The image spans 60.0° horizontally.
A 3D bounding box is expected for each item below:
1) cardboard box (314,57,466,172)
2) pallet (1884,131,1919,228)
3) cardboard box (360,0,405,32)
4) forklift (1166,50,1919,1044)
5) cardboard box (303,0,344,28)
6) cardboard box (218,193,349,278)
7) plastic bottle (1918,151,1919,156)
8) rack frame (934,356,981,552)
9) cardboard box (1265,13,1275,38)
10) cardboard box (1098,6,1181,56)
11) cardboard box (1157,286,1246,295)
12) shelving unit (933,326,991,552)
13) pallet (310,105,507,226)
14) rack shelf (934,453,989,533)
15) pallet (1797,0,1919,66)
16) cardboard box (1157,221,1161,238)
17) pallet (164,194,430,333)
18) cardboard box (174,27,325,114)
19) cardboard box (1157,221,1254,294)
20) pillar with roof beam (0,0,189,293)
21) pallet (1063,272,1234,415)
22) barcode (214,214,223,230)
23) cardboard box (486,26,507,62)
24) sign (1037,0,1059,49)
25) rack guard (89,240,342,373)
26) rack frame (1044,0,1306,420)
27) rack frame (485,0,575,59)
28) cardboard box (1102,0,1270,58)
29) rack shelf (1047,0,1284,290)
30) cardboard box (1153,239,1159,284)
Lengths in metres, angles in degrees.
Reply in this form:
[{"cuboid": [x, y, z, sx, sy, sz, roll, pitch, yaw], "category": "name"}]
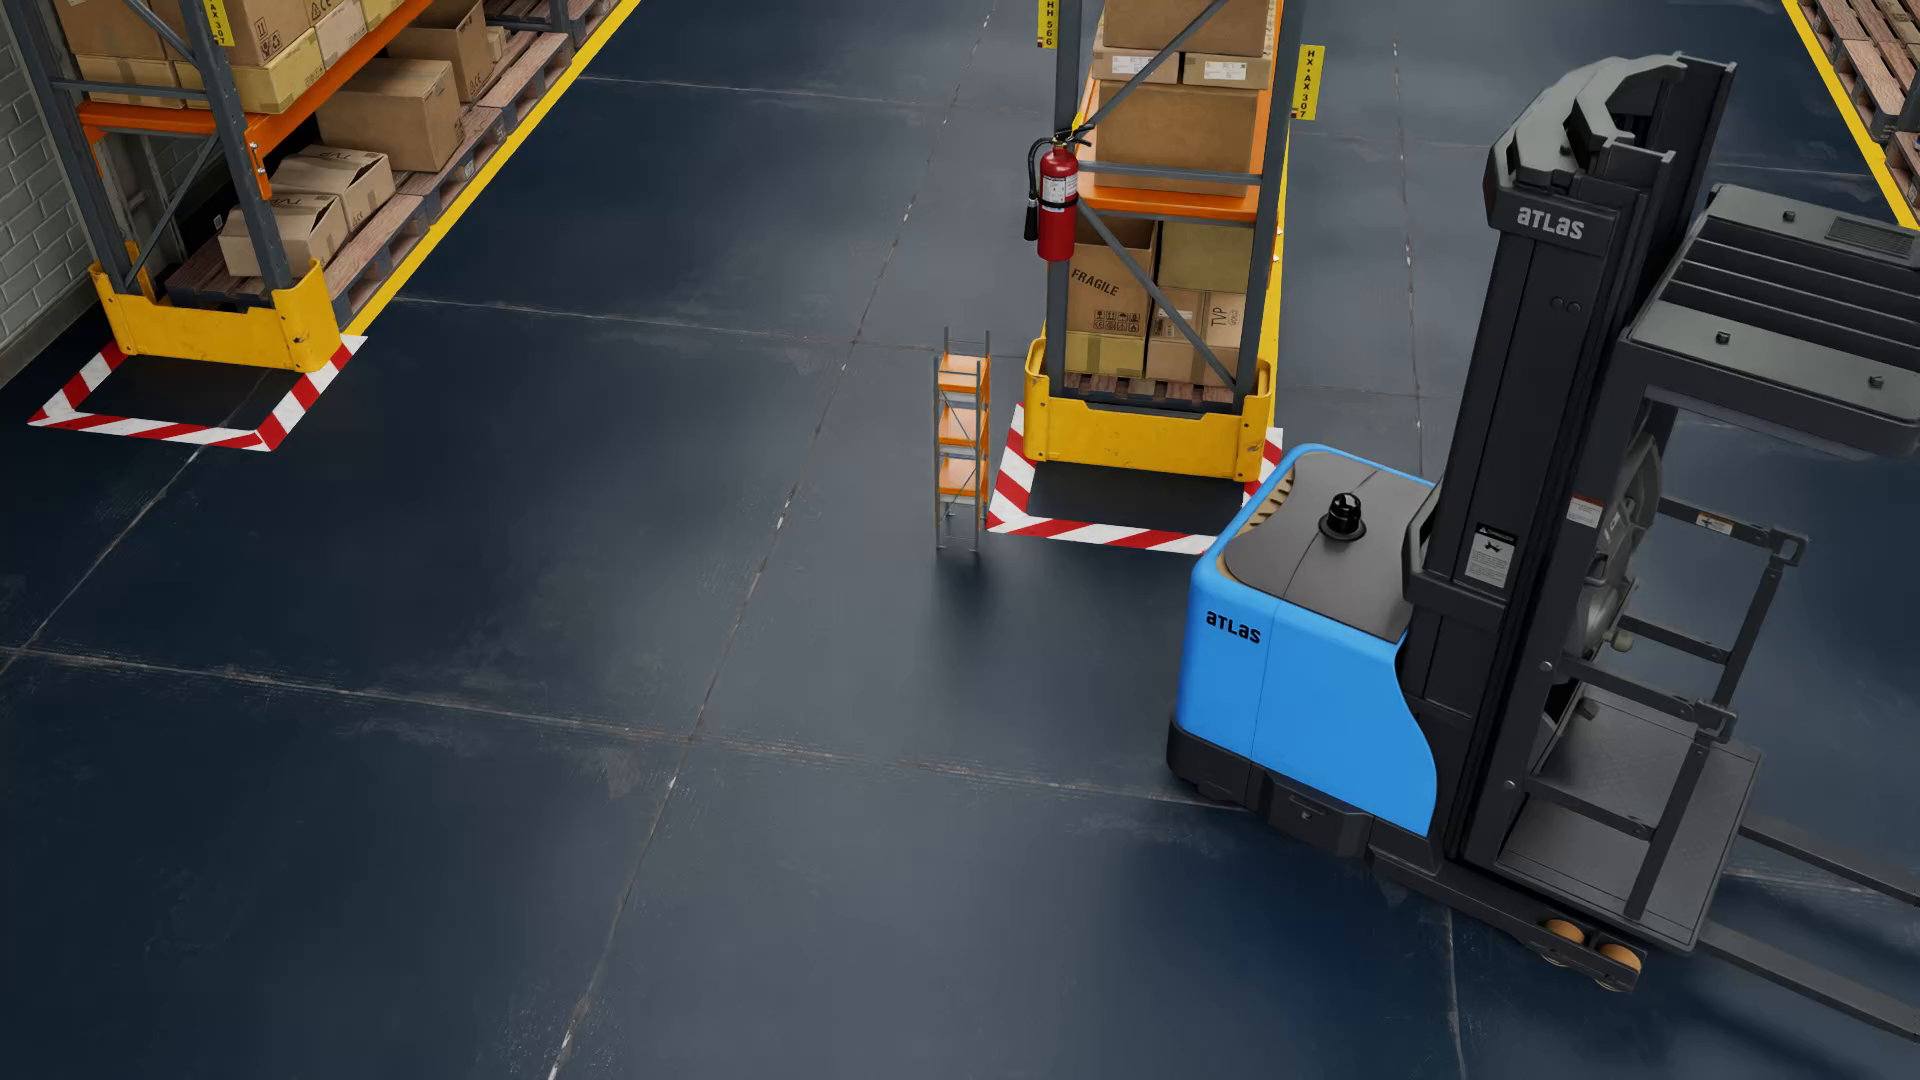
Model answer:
[{"cuboid": [-3.484, -2.604, 10.163, 0.700, 0.500, 0.500, 4, 40, 5], "category": "cardboard box"}, {"cuboid": [6.325, -2.088, 10.109, 1.003, 0.211, 1.213, 6, 40, 8], "category": "pallet"}, {"cuboid": [-3.401, -3.029, 9.162, 0.500, 0.250, 0.500, 6, 40, 7], "category": "cardboard box"}, {"cuboid": [2.331, 0.063, 5.374, 3.031, 2.935, 1.130, 22, 45, 25], "category": "forklift"}, {"cuboid": [-3.494, -2.976, 8.509, 0.500, 0.500, 0.500, 7, 40, 8], "category": "cardboard box"}, {"cuboid": [-3.759, -1.719, 9.240, 0.500, 0.311, 0.500, 2, 40, 3], "category": "cardboard box"}, {"cuboid": [5.978, -2.455, 10.216, 0.097, 0.201, 0.097, 0, 40, 0], "category": "plastic bottle"}, {"cuboid": [-0.012, -0.362, 7.363, 0.200, 1.050, 0.008, 6, 40, 8], "category": "rack frame"}, {"cuboid": [1.235, -2.294, 7.584, 0.380, 0.149, 0.250, 5, 40, 7], "category": "cardboard box"}, {"cuboid": [0.834, -2.331, 7.628, 0.380, 0.149, 0.250, 7, 40, 9], "category": "cardboard box"}, {"cuboid": [1.307, -1.346, 8.852, 0.500, 0.250, 0.500, 6, 40, 8], "category": "cardboard box"}, {"cuboid": [0.009, -0.438, 7.456, 0.215, 1.050, 0.252, 6, 40, 8], "category": "shelving unit"}, {"cuboid": [-3.566, -2.404, 10.492, 1.003, 0.211, 1.213, 6, 40, 8], "category": "pallet"}, {"cuboid": [0.009, -0.216, 7.640, 0.215, 0.259, 0.240, 6, 40, 8], "category": "rack shelf"}, {"cuboid": [6.789, -3.770, 12.144, 1.003, 0.211, 1.213, 6, 40, 8], "category": "pallet"}, {"cuboid": [0.870, -2.007, 9.063, 0.500, 0.500, 0.500, 6, 40, 8], "category": "cardboard box"}, {"cuboid": [-3.779, -1.640, 9.568, 1.003, 0.211, 1.213, 6, 40, 8], "category": "pallet"}, {"cuboid": [-3.570, -2.382, 8.380, 0.500, 0.250, 0.500, 5, 40, 6], "category": "cardboard box"}, {"cuboid": [1.309, -1.635, 8.613, 0.500, 0.500, 0.500, 6, 40, 8], "category": "cardboard box"}, {"cuboid": [-0.458, -4.533, 6.171, 9.100, 9.000, 0.400, 6, 40, 8], "category": "pillar with roof beam"}, {"cuboid": [1.003, -1.027, 8.827, 1.003, 0.211, 1.213, 6, 40, 8], "category": "pallet"}, {"cuboid": [-4.150, -1.778, 9.304, 0.001, 0.075, 0.075, 6, 40, 8], "category": "barcode"}, {"cuboid": [-3.338, -3.410, 11.399, 0.380, 0.166, 0.250, 2, 40, 2], "category": "cardboard box"}, {"cuboid": [0.380, -2.224, 6.991, 0.100, 0.325, 0.005, 6, 40, 8], "category": "sign"}, {"cuboid": [-3.954, -1.246, 8.864, 1.175, 0.500, 0.348, 6, 40, 8], "category": "rack guard"}, {"cuboid": [0.912, -1.617, 7.352, 1.000, 3.000, 0.127, 6, 40, 8], "category": "rack frame"}, {"cuboid": [-3.275, -4.672, 11.046, 1.000, 3.000, 0.127, 6, 40, 8], "category": "rack frame"}, {"cuboid": [1.015, -2.481, 7.300, 0.700, 0.500, 0.500, 7, 40, 8], "category": "cardboard box"}, {"cuboid": [1.258, -2.595, 9.100, 1.077, 0.370, 4.000, 6, 40, 8], "category": "rack shelf"}, {"cuboid": [0.789, -1.404, 8.922, 0.500, 0.250, 0.500, 6, 40, 8], "category": "cardboard box"}]
